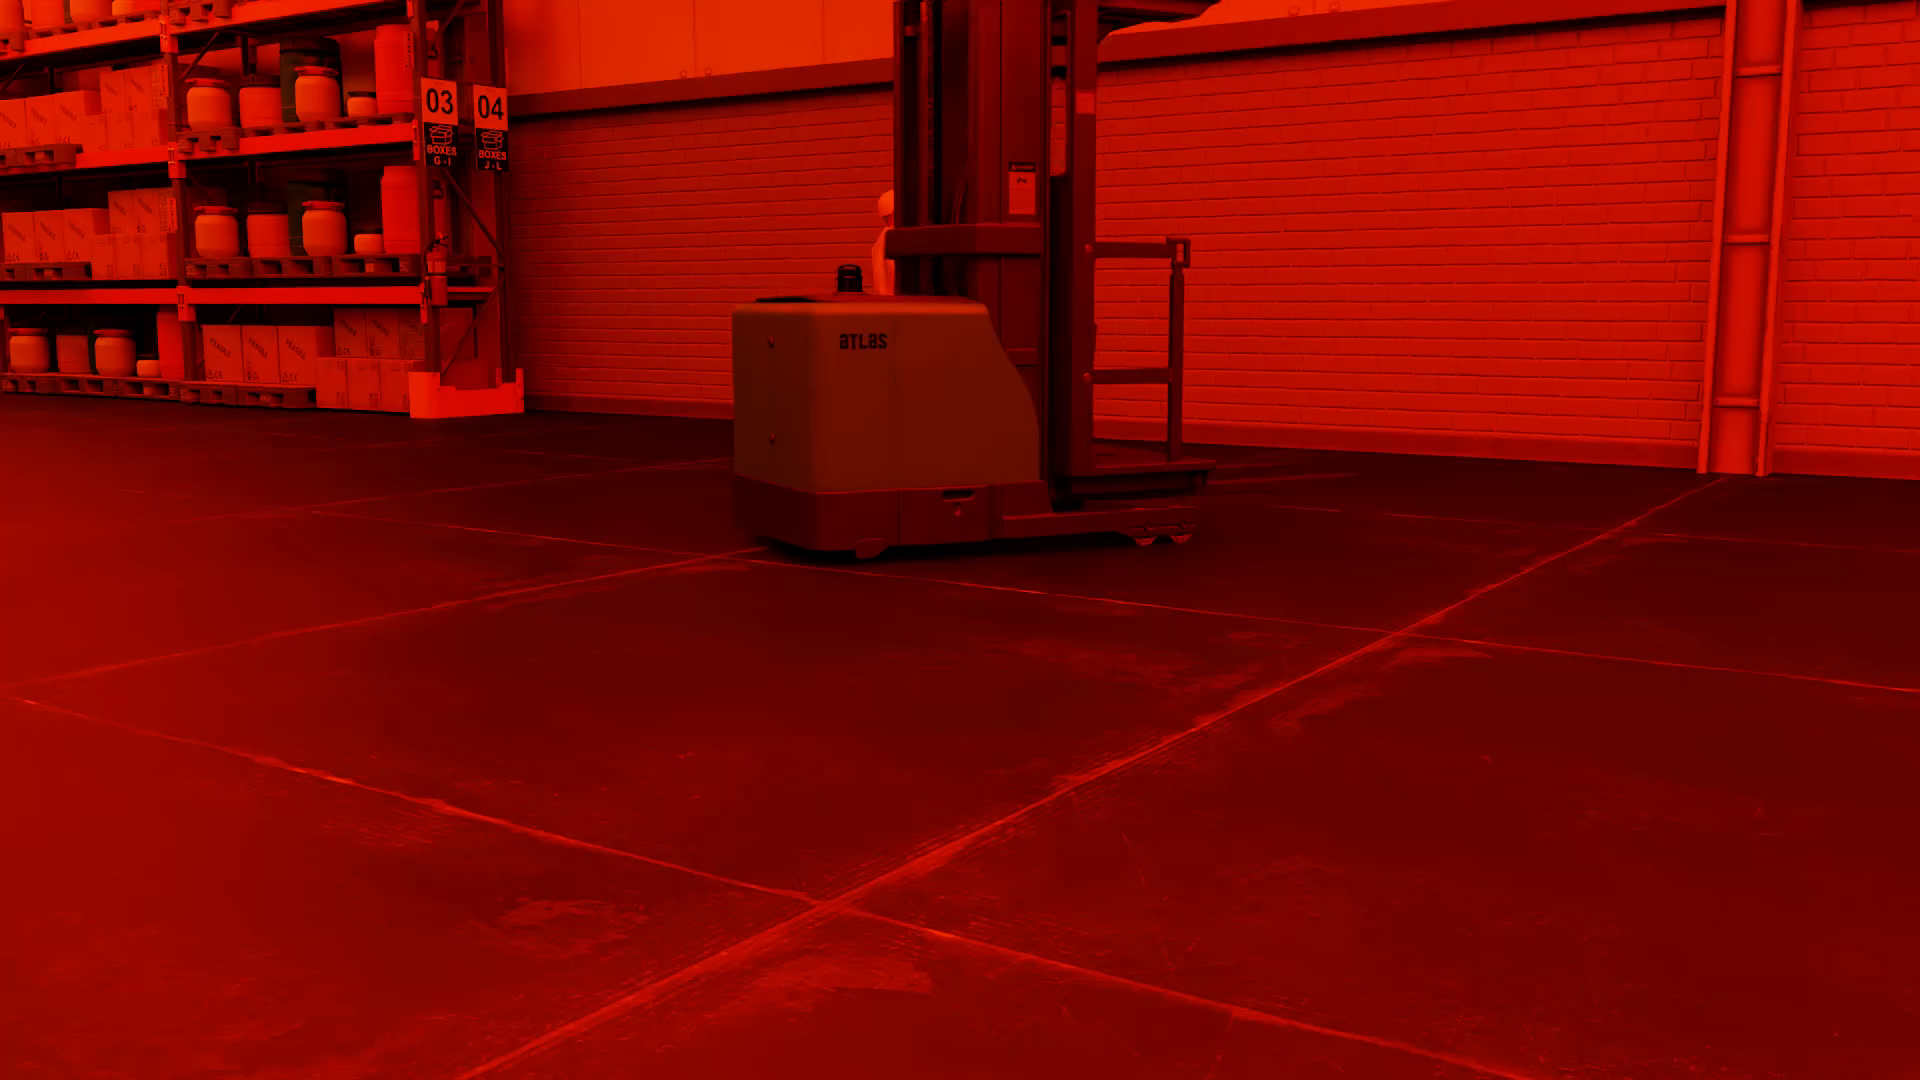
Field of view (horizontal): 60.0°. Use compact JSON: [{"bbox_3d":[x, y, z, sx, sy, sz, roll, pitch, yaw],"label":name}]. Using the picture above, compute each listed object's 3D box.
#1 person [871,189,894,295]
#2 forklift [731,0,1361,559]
[{"bbox_3d":[-0.276,-1.361,10.766,0.566,1.786,0.637,-2,8,-16],"label":"person"},{"bbox_3d":[0.505,-1.494,7.700,3.031,2.935,1.130,-4,9,-28],"label":"forklift"}]
